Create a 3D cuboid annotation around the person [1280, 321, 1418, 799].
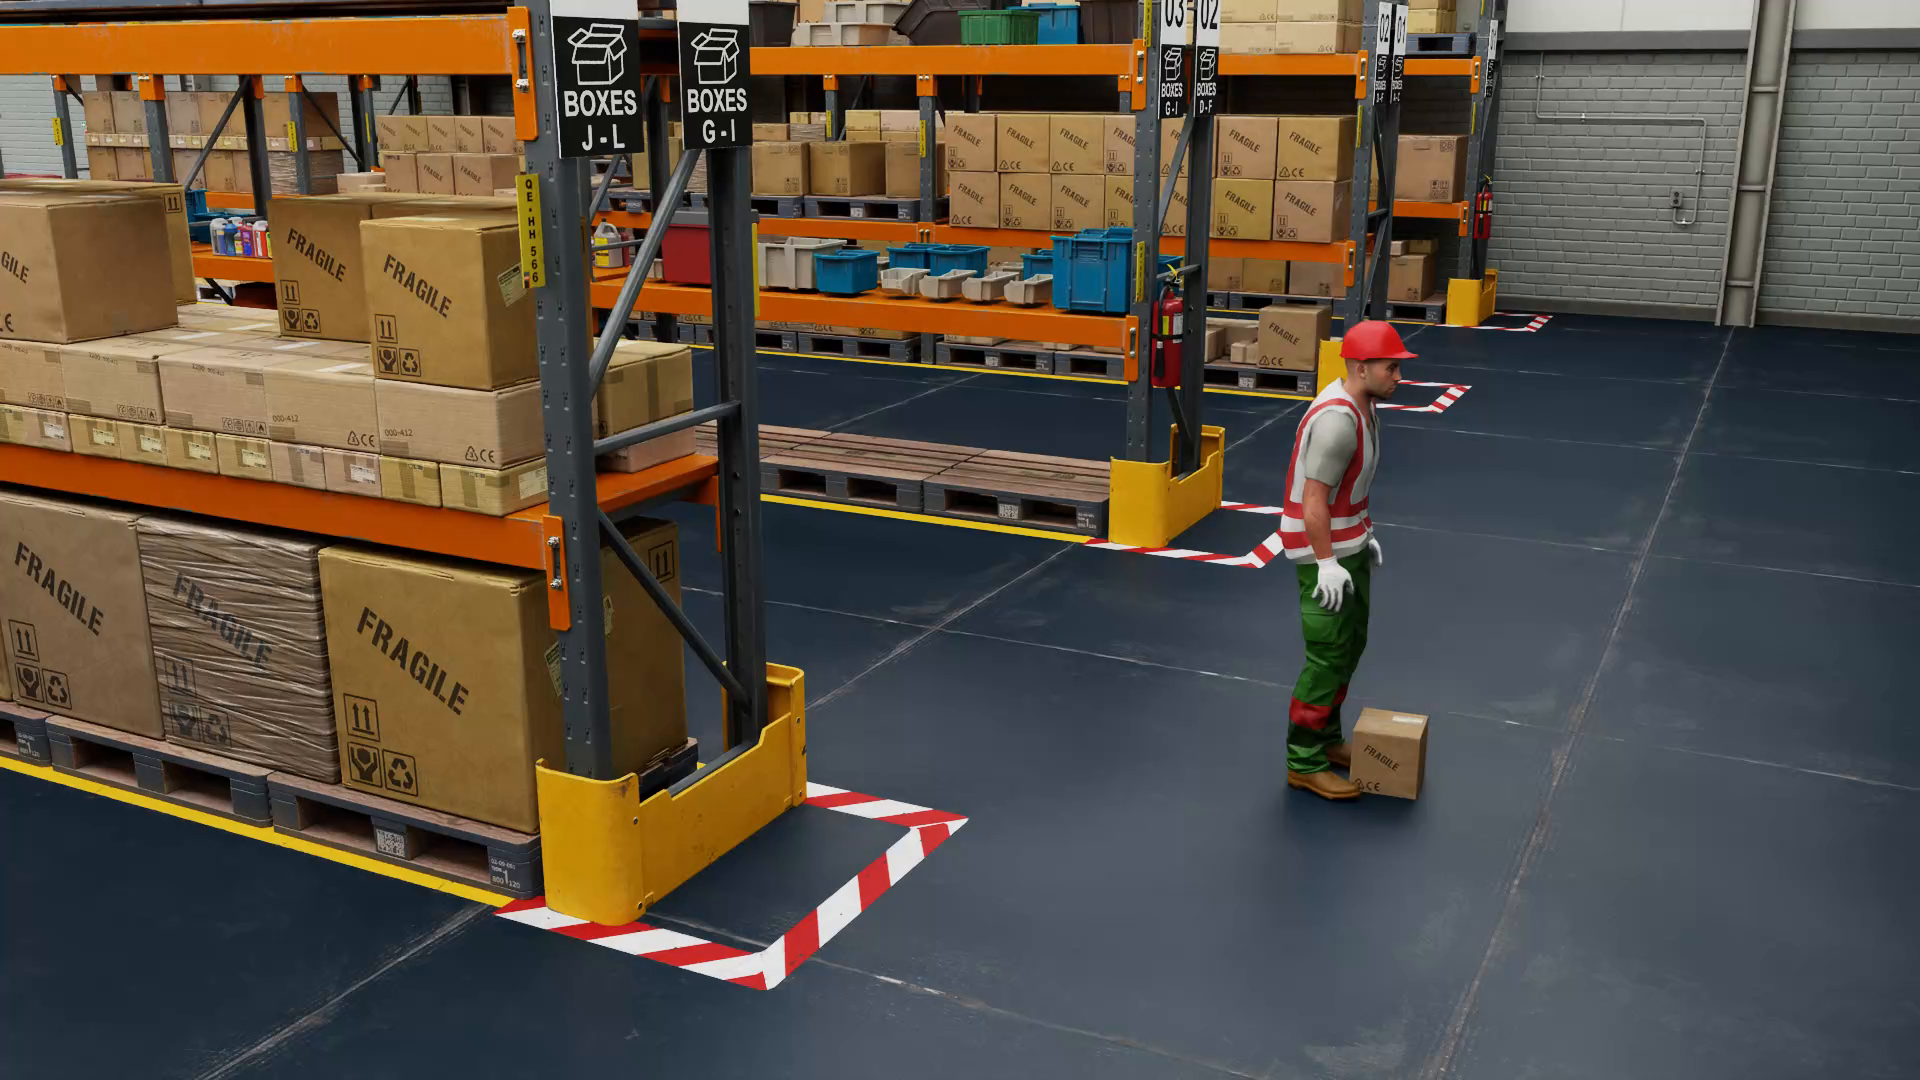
[{"bbox_3d":[1.447,0.057,6.293,0.448,1.780,0.609,8,17,26],"label":"person"}]
